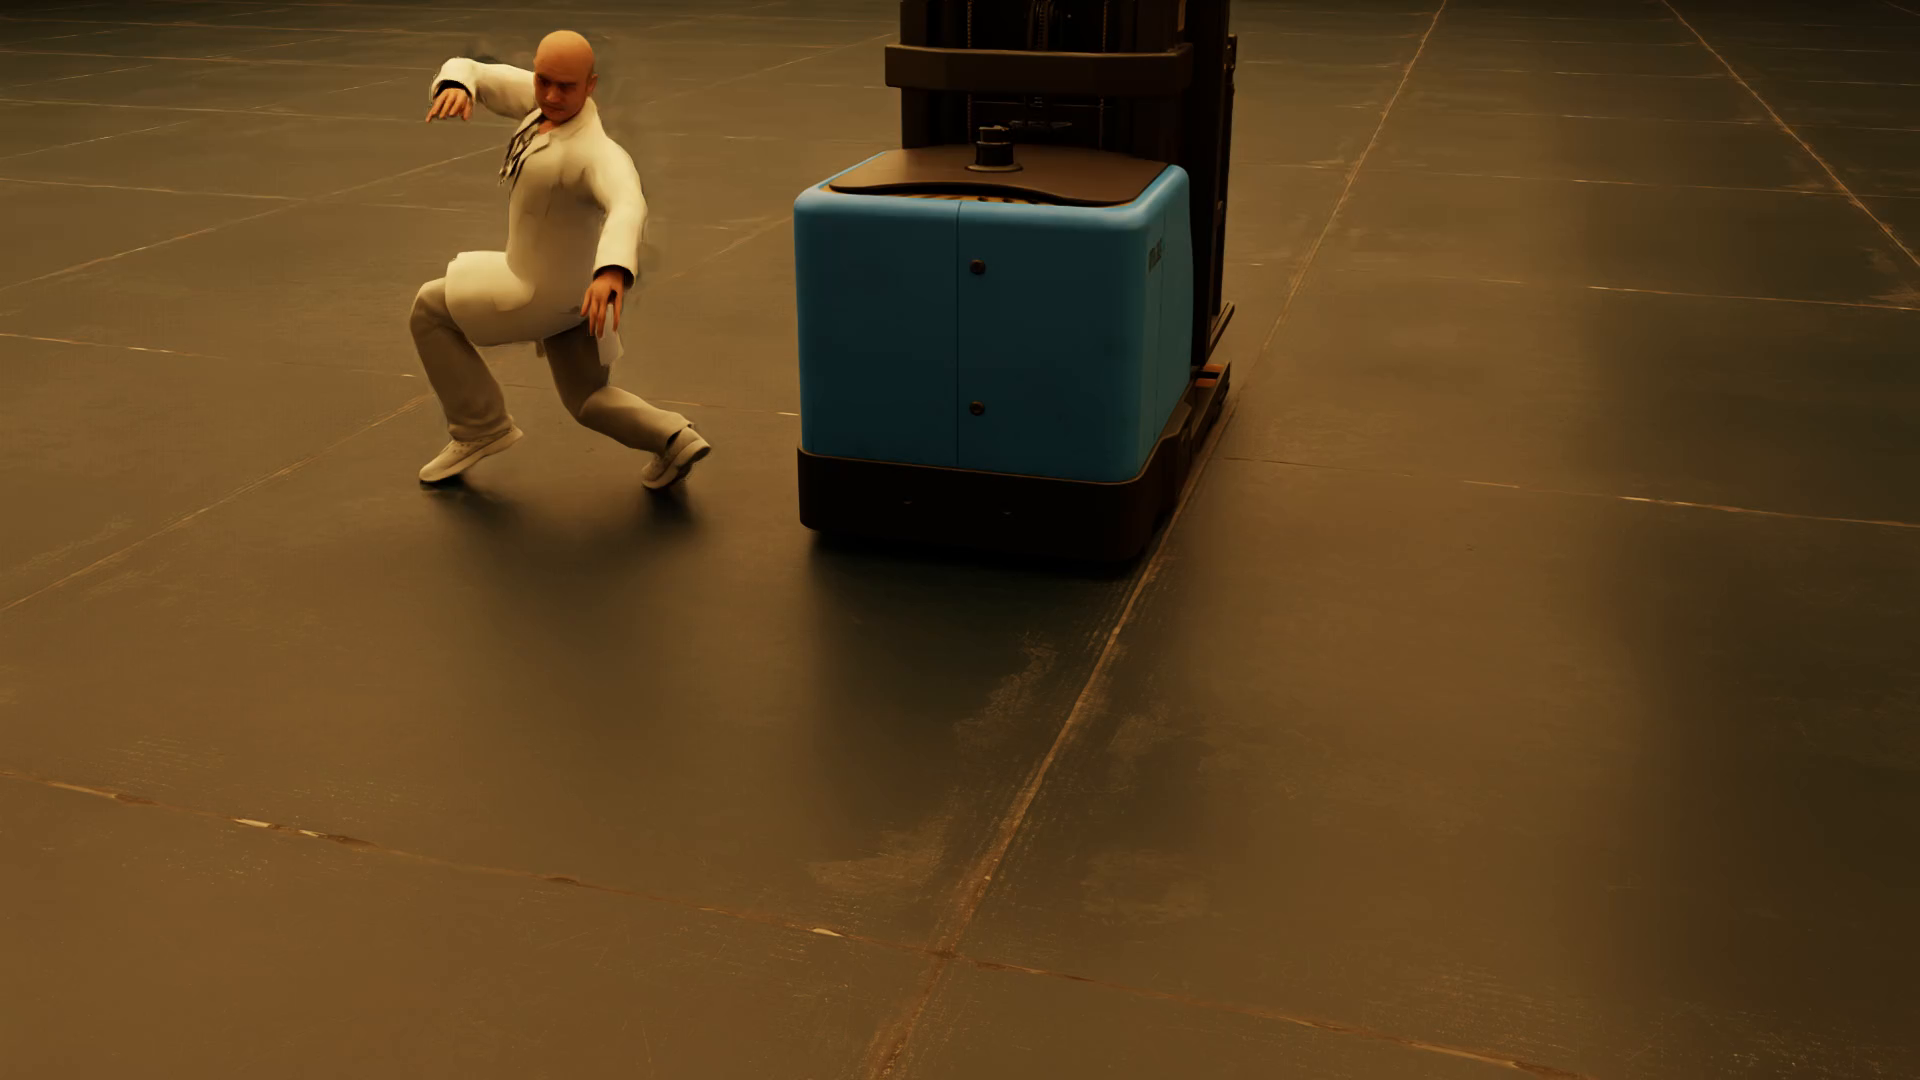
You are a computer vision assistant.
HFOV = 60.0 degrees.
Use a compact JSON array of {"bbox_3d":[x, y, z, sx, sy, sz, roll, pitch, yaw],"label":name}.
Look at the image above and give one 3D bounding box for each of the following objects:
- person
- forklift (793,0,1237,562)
[{"bbox_3d":[-1.326,-0.787,5.118,1.046,1.479,0.958,3,23,6],"label":"person"},{"bbox_3d":[0.408,-1.825,5.700,1.130,2.935,3.031,6,23,15],"label":"forklift"}]
